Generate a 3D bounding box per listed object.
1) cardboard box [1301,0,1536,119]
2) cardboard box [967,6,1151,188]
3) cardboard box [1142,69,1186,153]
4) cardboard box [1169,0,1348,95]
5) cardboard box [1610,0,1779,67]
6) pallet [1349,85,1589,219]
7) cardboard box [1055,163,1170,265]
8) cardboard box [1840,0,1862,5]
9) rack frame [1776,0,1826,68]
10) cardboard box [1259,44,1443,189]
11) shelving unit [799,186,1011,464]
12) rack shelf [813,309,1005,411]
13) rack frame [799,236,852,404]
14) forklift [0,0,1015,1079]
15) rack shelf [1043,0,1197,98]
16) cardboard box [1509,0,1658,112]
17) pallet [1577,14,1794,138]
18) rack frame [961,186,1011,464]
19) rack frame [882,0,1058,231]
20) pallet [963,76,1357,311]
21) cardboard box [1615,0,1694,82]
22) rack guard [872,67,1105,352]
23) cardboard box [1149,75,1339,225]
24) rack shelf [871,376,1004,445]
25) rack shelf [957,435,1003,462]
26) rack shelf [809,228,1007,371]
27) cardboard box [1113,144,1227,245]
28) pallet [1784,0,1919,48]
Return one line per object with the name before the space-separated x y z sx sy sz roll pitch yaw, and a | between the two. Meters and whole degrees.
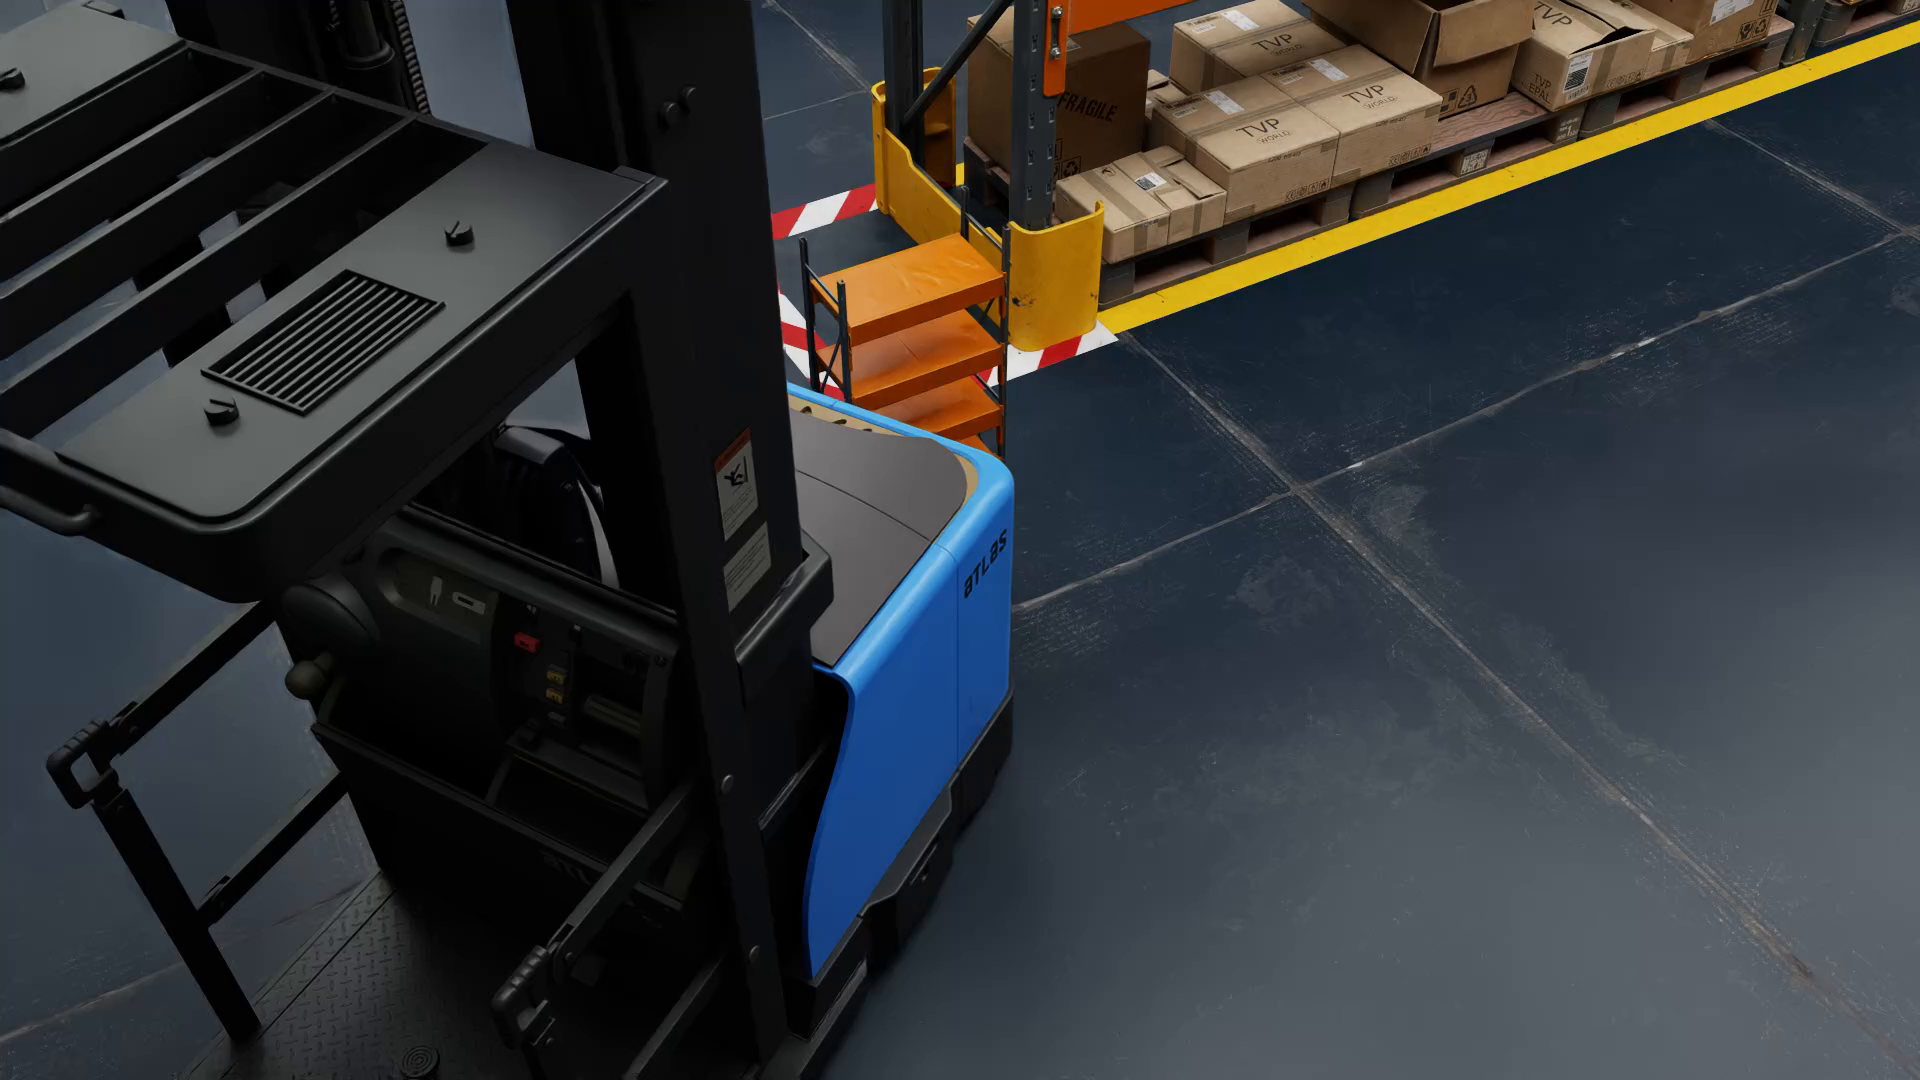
cardboard box | 1.858 -2.112 6.749 0.637 0.503 0.797 -22 48 -21
cardboard box | 0.365 -1.716 6.343 0.500 0.500 0.500 -22 48 -21
cardboard box | 0.761 -1.682 6.548 0.250 0.166 0.380 -22 48 -21
cardboard box | 1.203 -1.937 6.751 0.500 0.250 0.500 -22 48 -21
cardboard box | 3.132 -2.397 7.045 0.500 0.500 0.500 -22 48 -21
pallet | 1.829 -1.841 6.995 1.213 0.211 1.003 -22 48 -21
cardboard box | 0.550 -1.190 6.053 0.250 0.149 0.380 -22 48 -21
cardboard box | 4.025 -2.787 7.447 0.500 0.500 0.500 -24 49 -23
rack frame | 3.484 -3.505 6.708 0.127 3.000 1.000 -22 48 -21
cardboard box | 1.496 -1.653 6.458 0.500 0.250 0.500 -22 48 -21
shelving unit | -0.144 -0.373 4.773 0.503 1.200 0.258 -22 48 -21
rack shelf | -0.144 -0.485 4.664 0.480 0.148 0.258 -22 48 -21
rack frame | -0.355 -0.288 4.686 0.015 1.200 0.240 -22 48 -21
forklift | -1.000 0.278 2.859 1.130 2.935 3.031 21 48 20
rack shelf | 1.750 -2.553 6.243 4.000 0.370 1.077 -22 48 -21
cardboard box | 2.481 -2.069 6.843 0.500 0.311 0.500 -22 48 -21
pallet | 2.888 -2.267 7.434 1.213 0.211 1.003 -22 48 -21
rack frame | 0.068 -0.458 4.860 0.015 1.200 0.240 -22 48 -21
rack frame | 0.016 -2.117 5.278 0.127 3.000 1.000 -22 48 -21
pallet | 0.773 -1.420 6.562 1.213 0.211 1.003 -22 48 -21
cardboard box | 2.836 -2.105 6.996 0.250 0.149 0.380 -22 48 -21
rack guard | 0.082 -1.247 6.176 0.348 0.500 1.175 -22 48 -21
cardboard box | 1.062 -1.479 6.279 0.500 0.250 0.500 -22 48 -21
rack shelf | -0.144 -0.325 4.820 0.480 0.148 0.258 -22 48 -21
rack shelf | -0.144 -0.182 4.958 0.480 0.148 0.258 -22 48 -21
rack shelf | -0.144 -0.655 4.499 0.480 0.148 0.258 -22 48 -21
cardboard box | 0.767 -1.283 6.137 0.250 0.166 0.380 -22 48 -21
pallet | 4.171 -2.809 7.993 1.213 0.211 1.003 -22 48 -21
